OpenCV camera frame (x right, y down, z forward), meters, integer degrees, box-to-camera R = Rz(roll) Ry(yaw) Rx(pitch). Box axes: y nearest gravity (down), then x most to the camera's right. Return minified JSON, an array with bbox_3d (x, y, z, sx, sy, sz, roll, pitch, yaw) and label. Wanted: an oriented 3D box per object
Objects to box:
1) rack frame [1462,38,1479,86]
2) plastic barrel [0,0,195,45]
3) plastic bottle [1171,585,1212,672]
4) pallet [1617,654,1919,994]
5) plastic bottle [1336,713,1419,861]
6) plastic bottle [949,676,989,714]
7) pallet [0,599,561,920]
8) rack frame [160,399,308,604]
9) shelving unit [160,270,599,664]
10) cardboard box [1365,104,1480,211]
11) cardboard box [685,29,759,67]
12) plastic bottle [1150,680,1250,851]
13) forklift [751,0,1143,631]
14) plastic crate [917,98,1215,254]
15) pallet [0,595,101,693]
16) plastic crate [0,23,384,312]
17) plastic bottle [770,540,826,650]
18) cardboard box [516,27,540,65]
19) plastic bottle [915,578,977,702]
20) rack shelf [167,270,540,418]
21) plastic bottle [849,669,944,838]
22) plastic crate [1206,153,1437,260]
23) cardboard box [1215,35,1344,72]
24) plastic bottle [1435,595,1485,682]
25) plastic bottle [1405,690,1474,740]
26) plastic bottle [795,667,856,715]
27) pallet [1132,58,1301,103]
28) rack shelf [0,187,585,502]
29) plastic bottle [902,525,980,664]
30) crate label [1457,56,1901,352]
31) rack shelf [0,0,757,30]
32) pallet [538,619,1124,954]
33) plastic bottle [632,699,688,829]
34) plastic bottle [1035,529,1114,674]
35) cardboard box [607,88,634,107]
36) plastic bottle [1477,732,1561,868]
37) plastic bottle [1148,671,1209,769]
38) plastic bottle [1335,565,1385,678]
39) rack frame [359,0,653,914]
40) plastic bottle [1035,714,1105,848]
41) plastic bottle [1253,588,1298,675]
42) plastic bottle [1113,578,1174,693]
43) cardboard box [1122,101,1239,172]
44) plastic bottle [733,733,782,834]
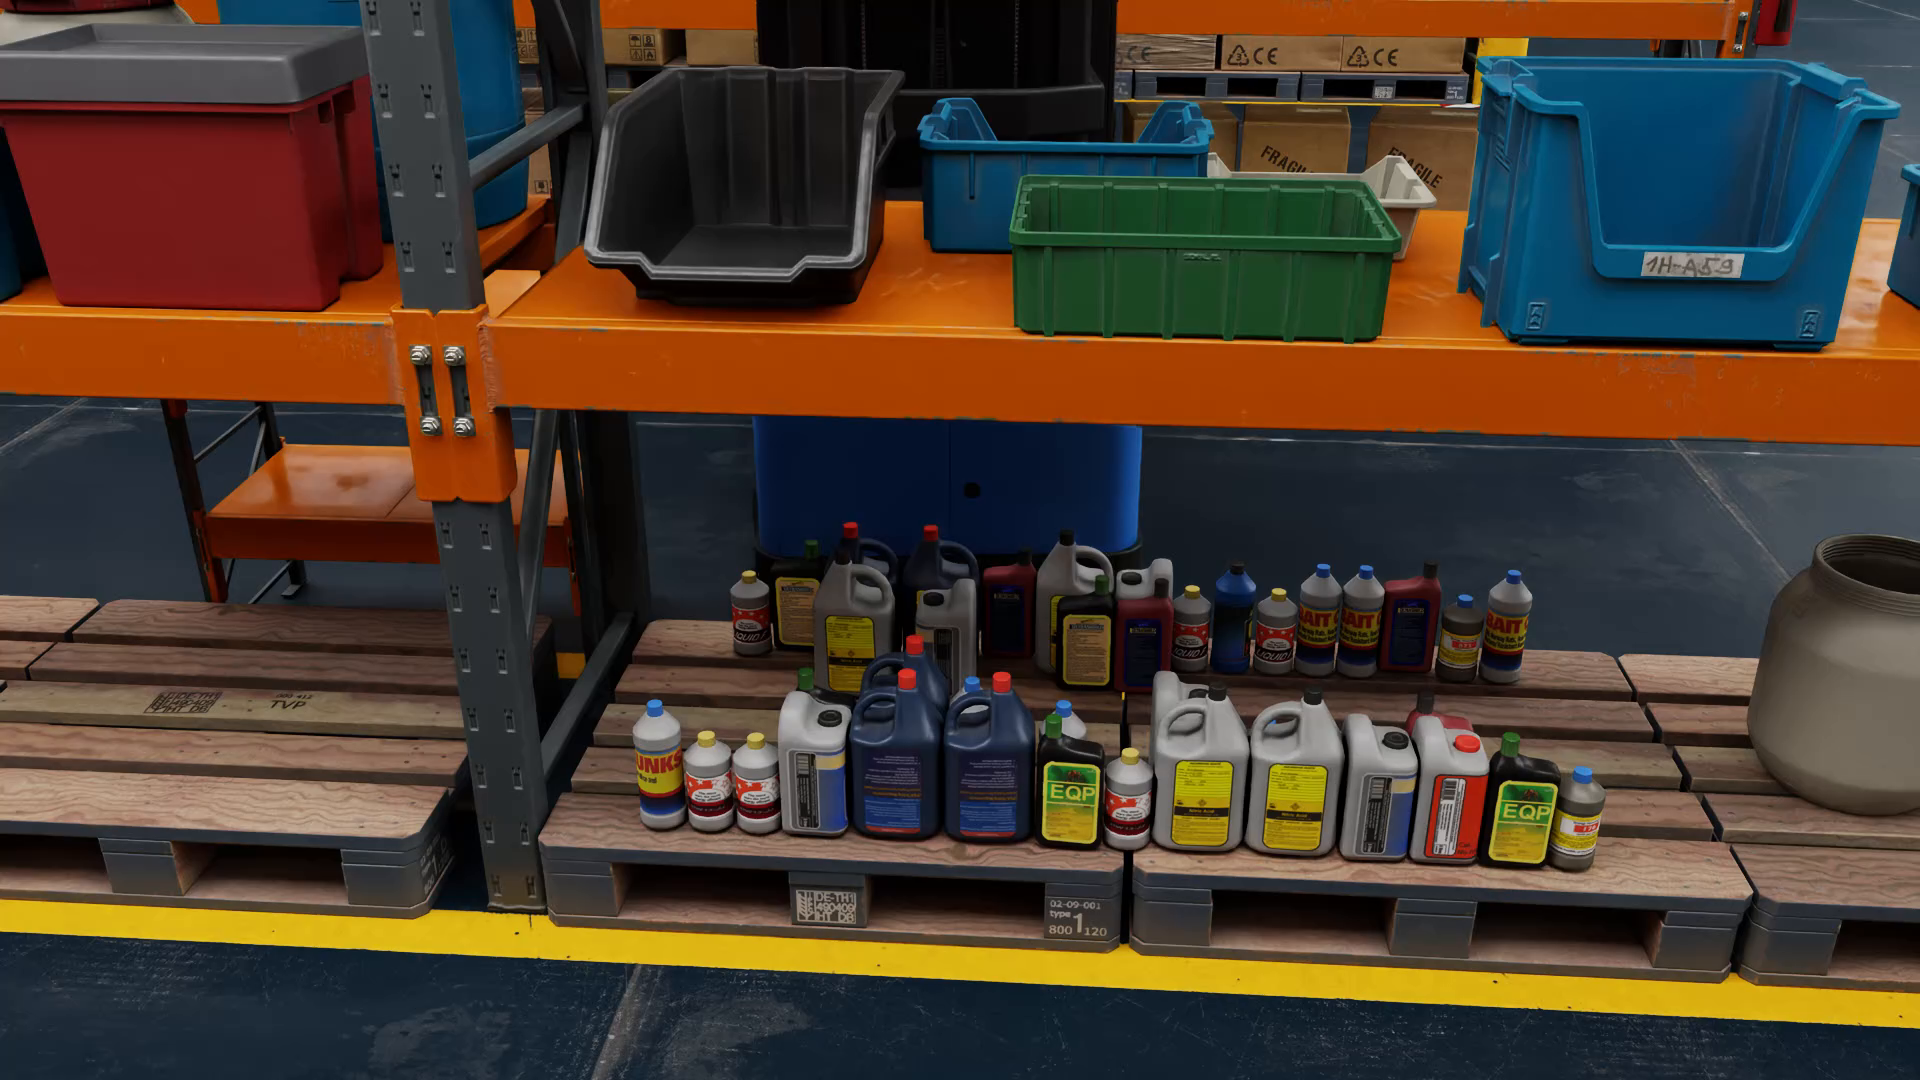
[{"bbox_3d":[3.947,-4.780,12.050,0.127,3.000,1.000,2,25,4],"label":"rack frame"},{"bbox_3d":[-1.839,-0.963,3.593,0.433,0.535,0.433,0,25,0],"label":"plastic barrel"},{"bbox_3d":[0.558,0.208,4.031,0.097,0.201,0.097,0,25,0],"label":"plastic bottle"},{"bbox_3d":[2.198,0.604,3.685,1.213,0.211,1.003,2,25,4],"label":"pallet"},{"bbox_3d":[0.835,0.486,3.338,0.135,0.276,0.152,1,25,3],"label":"plastic bottle"},{"bbox_3d":[0.025,0.413,3.501,0.097,0.271,0.097,0,25,0],"label":"plastic bottle"},{"bbox_3d":[-1.687,0.478,3.958,1.213,0.211,1.003,2,25,4],"label":"pallet"},{"bbox_3d":[-1.986,-0.281,4.506,0.032,1.125,0.500,1,26,4],"label":"rack frame"},{"bbox_3d":[-1.479,-0.269,4.473,1.048,1.125,0.538,1,26,4],"label":"shelving unit"},{"bbox_3d":[2.246,-1.803,8.068,0.500,0.500,0.500,8,26,18],"label":"cardboard box"},{"bbox_3d":[-1.629,-4.092,12.742,0.750,0.750,1.050,2,25,4],"label":"cardboard box"},{"bbox_3d":[0.484,0.442,3.343,0.185,0.351,0.144,2,25,4],"label":"plastic bottle"},{"bbox_3d":[-0.079,-1.635,5.297,1.130,2.935,3.031,-1,25,-2],"label":"forklift"},{"bbox_3d":[0.223,-0.790,3.556,0.616,0.251,0.499,2,25,4],"label":"plastic crate"},{"bbox_3d":[-2.907,0.440,4.041,1.213,0.211,1.003,2,25,4],"label":"pallet"},{"bbox_3d":[-1.408,-0.697,3.099,0.583,0.464,0.402,2,25,4],"label":"plastic crate"},{"bbox_3d":[-0.396,0.132,4.097,0.133,0.283,0.061,3,25,7],"label":"plastic bottle"},{"bbox_3d":[-3.430,-4.148,12.865,0.750,0.750,1.050,2,25,3],"label":"cardboard box"},{"bbox_3d":[-0.032,0.227,3.900,0.135,0.276,0.152,2,25,4],"label":"plastic bottle"},{"bbox_3d":[-1.481,-0.533,4.347,1.000,0.278,0.538,1,26,4],"label":"rack shelf"},{"bbox_3d":[-0.128,0.423,3.386,0.185,0.351,0.144,3,25,5],"label":"plastic bottle"},{"bbox_3d":[0.737,-0.713,3.527,0.437,0.136,0.530,2,25,4],"label":"plastic crate"},{"bbox_3d":[2.388,-4.027,12.453,0.875,0.875,0.875,1,25,3],"label":"cardboard box"},{"bbox_3d":[1.200,0.229,3.986,0.097,0.201,0.097,0,25,0],"label":"plastic bottle"},{"bbox_3d":[0.981,0.443,3.423,0.133,0.283,0.061,2,25,4],"label":"plastic bottle"},{"bbox_3d":[-0.285,0.402,3.511,0.133,0.283,0.061,2,25,4],"label":"plastic bottle"},{"bbox_3d":[1.930,-3.546,12.704,1.213,0.211,1.003,2,25,4],"label":"pallet"},{"bbox_3d":[-2.896,-0.517,3.645,4.000,0.370,1.077,2,25,4],"label":"rack shelf"},{"bbox_3d":[-0.046,0.131,4.021,0.185,0.351,0.144,1,25,1],"label":"plastic bottle"},{"bbox_3d":[1.231,-0.614,2.953,0.616,0.435,0.502,2,25,4],"label":"crate label"},{"bbox_3d":[-2.516,-2.581,8.132,4.000,0.370,1.077,2,25,4],"label":"rack shelf"},{"bbox_3d":[-0.235,0.526,3.854,1.213,0.211,1.003,2,25,4],"label":"pallet"},{"bbox_3d":[-0.617,0.453,3.415,0.097,0.271,0.097,0,25,0],"label":"plastic bottle"},{"bbox_3d":[0.276,0.141,3.998,0.185,0.351,0.144,2,25,4],"label":"plastic bottle"},{"bbox_3d":[-1.607,-1.960,8.385,0.500,0.500,0.700,2,25,4],"label":"cardboard box"},{"bbox_3d":[1.104,0.510,3.276,0.133,0.283,0.061,2,25,5],"label":"plastic bottle"},{"bbox_3d":[0.470,0.414,3.494,0.135,0.276,0.152,2,25,4],"label":"plastic bottle"},{"bbox_3d":[0.961,0.189,3.988,0.097,0.271,0.097,0,25,0],"label":"plastic bottle"},{"bbox_3d":[-0.901,-0.780,3.356,0.127,3.000,1.000,2,25,4],"label":"rack frame"},{"bbox_3d":[0.221,0.482,3.337,0.133,0.283,0.061,3,25,6],"label":"plastic bottle"},{"bbox_3d":[0.763,0.215,4.017,0.097,0.201,0.097,0,25,0],"label":"plastic bottle"},{"bbox_3d":[0.430,0.223,3.901,0.133,0.283,0.061,2,25,4],"label":"plastic bottle"},{"bbox_3d":[1.070,-1.867,8.208,0.500,0.500,0.500,0,25,-1],"label":"cardboard box"},{"bbox_3d":[-0.414,0.491,3.415,0.097,0.201,0.097,0,25,0],"label":"plastic bottle"}]
